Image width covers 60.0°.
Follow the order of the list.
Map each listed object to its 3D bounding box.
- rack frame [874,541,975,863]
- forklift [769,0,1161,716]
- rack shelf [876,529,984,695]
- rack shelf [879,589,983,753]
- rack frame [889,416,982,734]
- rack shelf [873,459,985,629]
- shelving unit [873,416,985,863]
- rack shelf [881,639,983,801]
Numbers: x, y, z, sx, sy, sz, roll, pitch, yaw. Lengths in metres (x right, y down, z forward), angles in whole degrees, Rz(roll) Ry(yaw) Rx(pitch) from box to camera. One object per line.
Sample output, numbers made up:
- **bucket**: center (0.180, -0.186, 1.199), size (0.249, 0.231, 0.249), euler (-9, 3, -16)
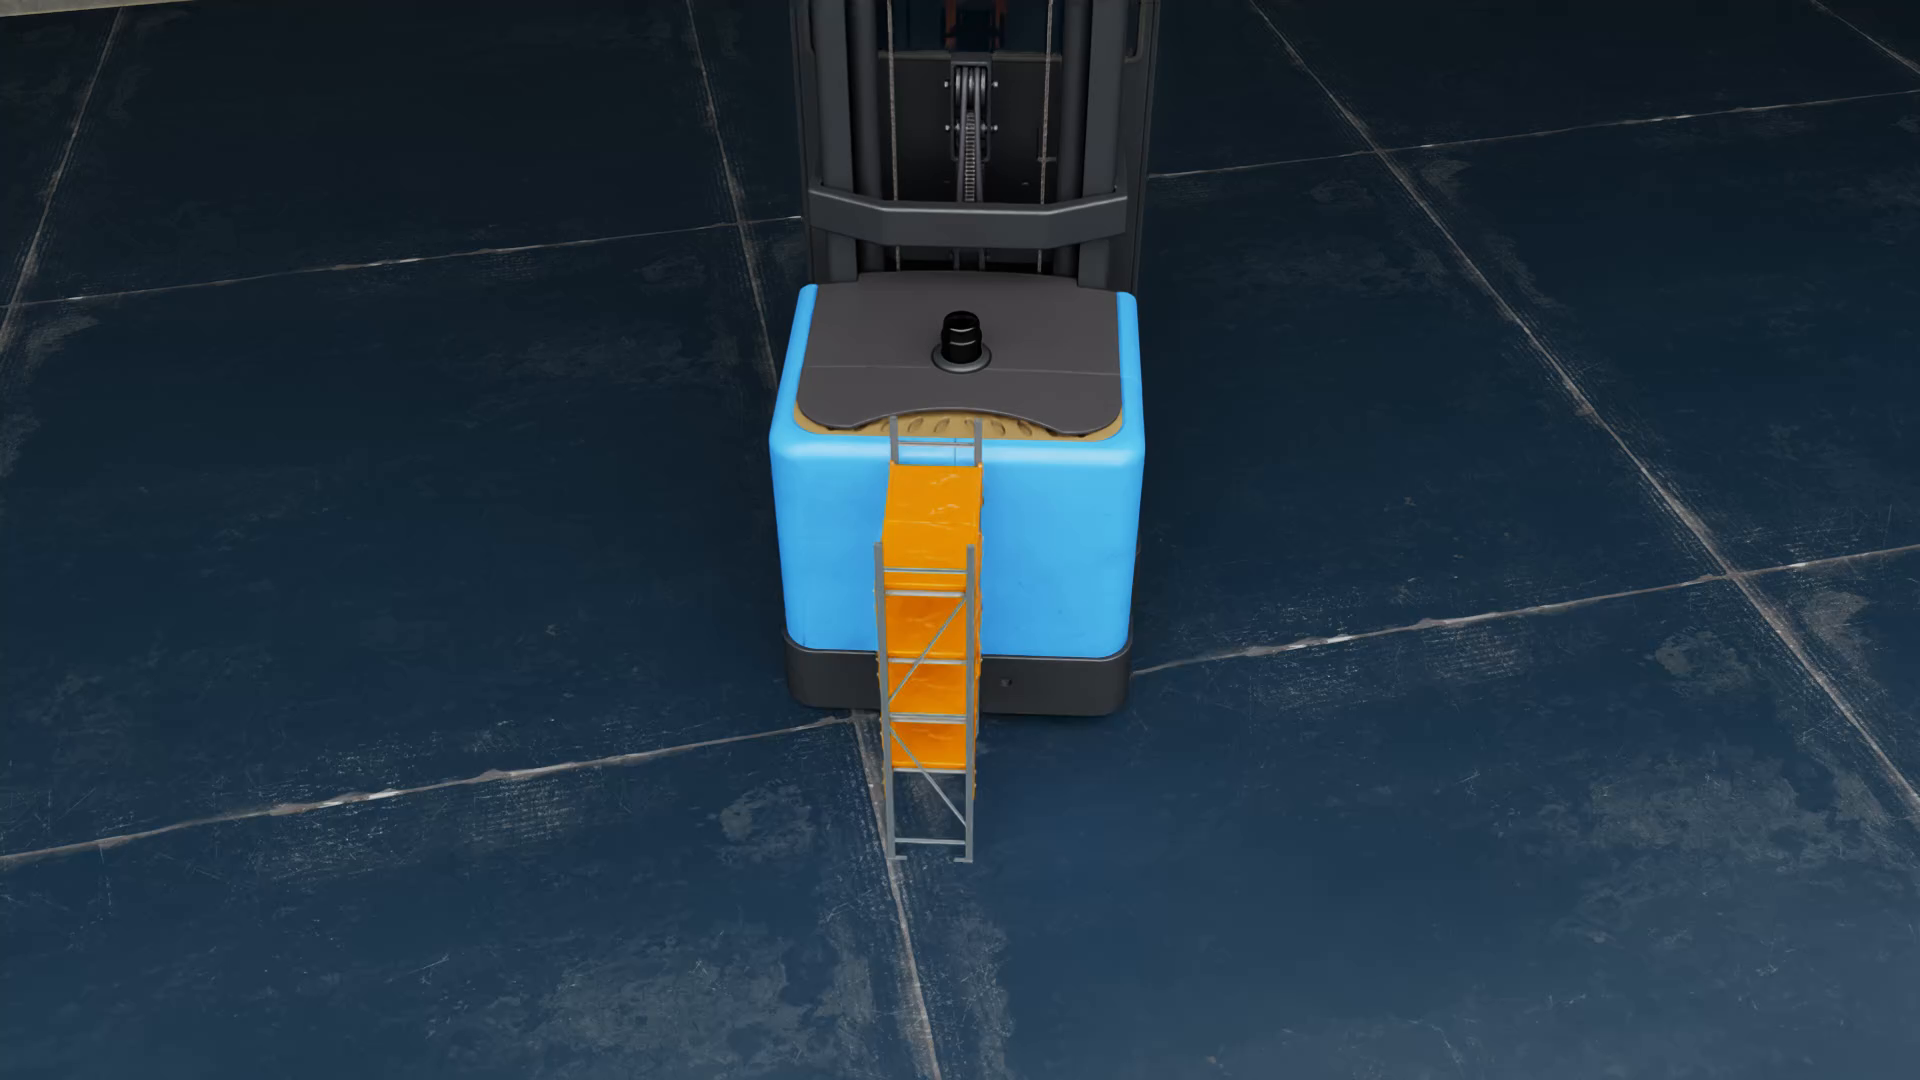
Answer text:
- **rack frame**: center (-0.084, 0.460, 4.328), size (0.240, 1.200, 0.015), euler (2, 42, 2)
- **forklift**: center (0.053, -1.525, 5.260), size (1.130, 2.935, 3.031), euler (2, 42, 2)
- **rack shelf**: center (-0.073, 0.181, 4.407), size (0.258, 0.148, 0.480), euler (2, 42, 2)
- **rack shelf**: center (-0.073, 0.348, 4.555), size (0.258, 0.148, 0.480), euler (2, 42, 2)
- **rack frame**: center (-0.062, 0.136, 4.693), size (0.240, 1.200, 0.015), euler (2, 42, 2)
- **rack shelf**: center (-0.073, 0.004, 4.250), size (0.258, 0.148, 0.480), euler (2, 42, 2)
- **shelving unit**: center (-0.073, 0.298, 4.511), size (0.258, 1.200, 0.503), euler (2, 42, 2)
- **rack shelf**: center (-0.073, 0.497, 4.687), size (0.258, 0.148, 0.480), euler (2, 42, 2)
